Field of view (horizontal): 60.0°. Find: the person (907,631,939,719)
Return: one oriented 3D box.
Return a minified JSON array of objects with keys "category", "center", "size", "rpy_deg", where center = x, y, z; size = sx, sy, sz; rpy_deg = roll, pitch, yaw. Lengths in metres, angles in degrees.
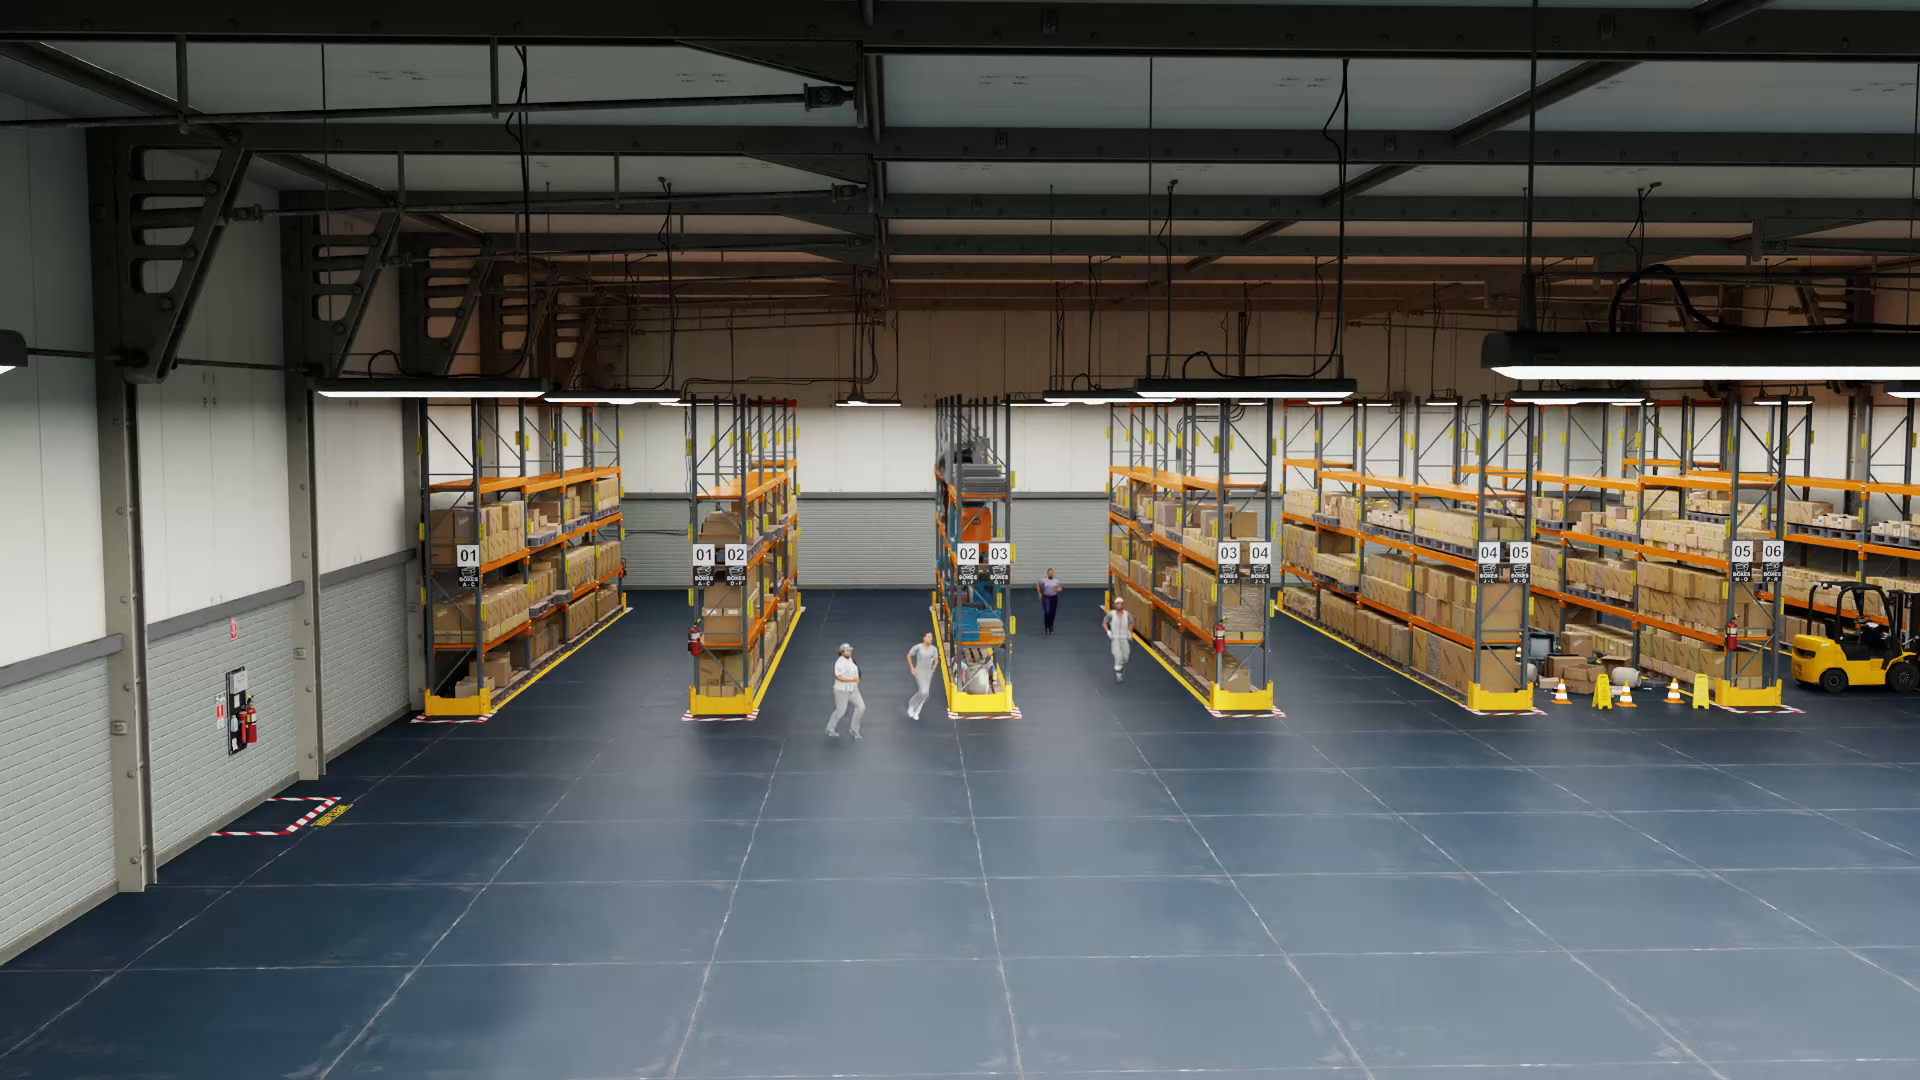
[{"category":"person","center":[-0.653,2.501,30.776],"size":[0.578,1.649,0.542],"rpy_deg":[-3,5,-31]}]

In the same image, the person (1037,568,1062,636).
[{"category":"person","center":[2.290,1.572,42.345],"size":[0.580,1.709,0.754],"rpy_deg":[-1,5,-13]}]

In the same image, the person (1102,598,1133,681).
[{"category":"person","center":[3.336,2.084,35.143],"size":[0.666,1.751,0.596],"rpy_deg":[0,5,-5]}]

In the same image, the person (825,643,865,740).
[{"category":"person","center":[-1.997,2.647,28.828],"size":[0.718,1.707,0.604],"rpy_deg":[2,5,28]}]
